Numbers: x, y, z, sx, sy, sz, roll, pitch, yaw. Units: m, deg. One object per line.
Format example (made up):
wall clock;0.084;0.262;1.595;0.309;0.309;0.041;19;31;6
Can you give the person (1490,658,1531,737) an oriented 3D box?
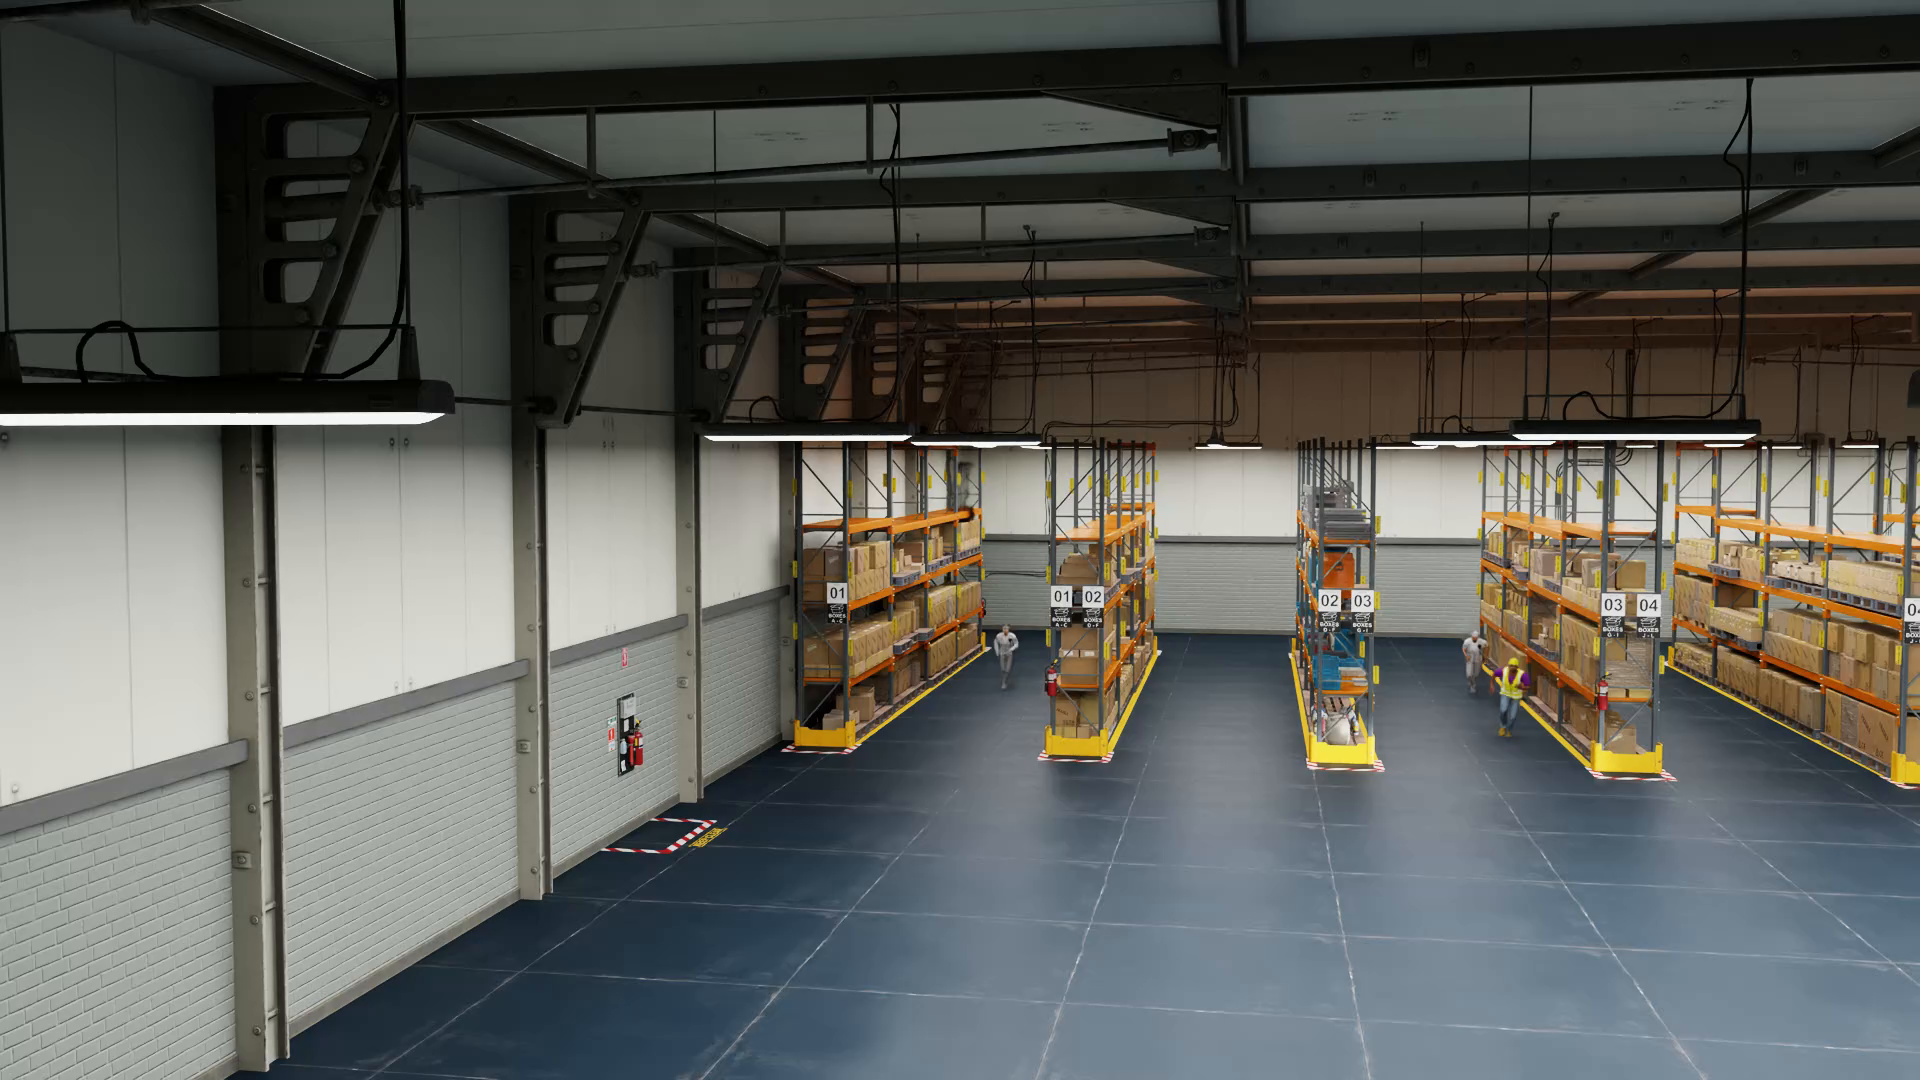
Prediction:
person;11.033;3.155;33.326;0.765;1.647;0.832;1;3;16

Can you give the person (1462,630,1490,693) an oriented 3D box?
person;12.283;2.889;39.607;0.628;1.523;0.820;1;3;16

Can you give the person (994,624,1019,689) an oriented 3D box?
person;1.120;2.804;40.328;0.608;1.619;0.690;0;3;3
